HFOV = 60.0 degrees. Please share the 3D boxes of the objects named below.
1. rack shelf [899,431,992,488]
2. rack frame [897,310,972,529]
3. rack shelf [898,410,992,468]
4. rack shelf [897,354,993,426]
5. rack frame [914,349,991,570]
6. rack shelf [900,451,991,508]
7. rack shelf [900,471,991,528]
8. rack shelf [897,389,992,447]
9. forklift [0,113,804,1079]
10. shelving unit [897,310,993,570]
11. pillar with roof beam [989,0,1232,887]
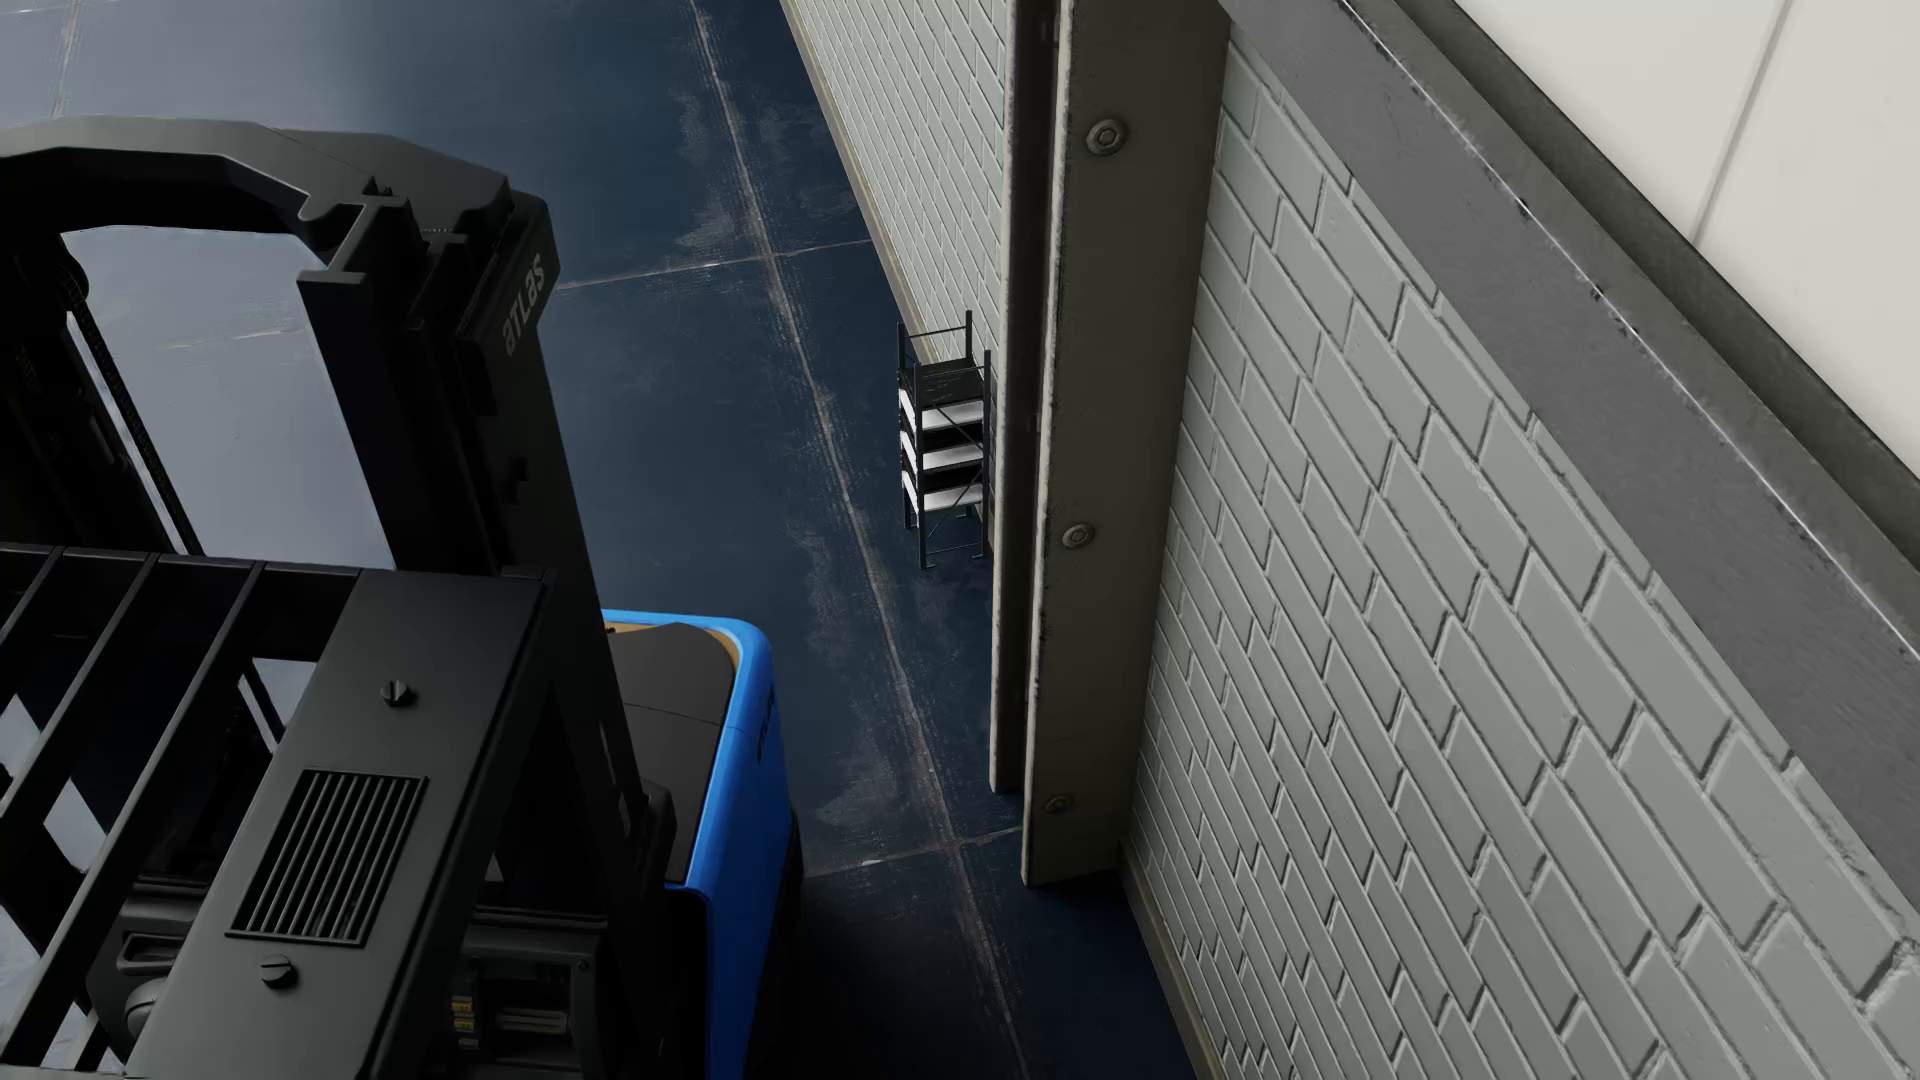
[{"bbox_3d":[-0.049,-0.286,5.447,0.258,0.077,0.200,-12,47,-11],"label":"rack shelf"},{"bbox_3d":[-0.077,-0.380,5.492,0.240,0.900,0.006,-12,47,-11],"label":"rack frame"},{"bbox_3d":[-0.049,-0.349,5.383,0.258,0.077,0.200,-12,47,-11],"label":"rack shelf"},{"bbox_3d":[-0.050,-0.475,5.254,0.258,0.077,0.200,-12,47,-11],"label":"rack shelf"},{"bbox_3d":[-0.021,-0.240,5.355,0.240,0.900,0.006,-12,47,-11],"label":"rack frame"},{"bbox_3d":[-0.049,-0.223,5.511,0.258,0.077,0.200,-12,47,-11],"label":"rack shelf"},{"bbox_3d":[-0.049,-0.160,5.576,0.258,0.077,0.200,-12,47,-11],"label":"rack shelf"},{"bbox_3d":[-0.050,-0.412,5.318,0.258,0.077,0.200,-12,47,-11],"label":"rack shelf"},{"bbox_3d":[-1.103,0.938,2.779,1.130,2.935,3.031,4,46,4],"label":"forklift"},{"bbox_3d":[-0.049,-0.310,5.423,0.258,0.900,0.210,-12,47,-11],"label":"shelving unit"},{"bbox_3d":[-3.875,-1.530,0.949,9.100,9.000,0.400,-11,47,-10],"label":"pillar with roof beam"}]
